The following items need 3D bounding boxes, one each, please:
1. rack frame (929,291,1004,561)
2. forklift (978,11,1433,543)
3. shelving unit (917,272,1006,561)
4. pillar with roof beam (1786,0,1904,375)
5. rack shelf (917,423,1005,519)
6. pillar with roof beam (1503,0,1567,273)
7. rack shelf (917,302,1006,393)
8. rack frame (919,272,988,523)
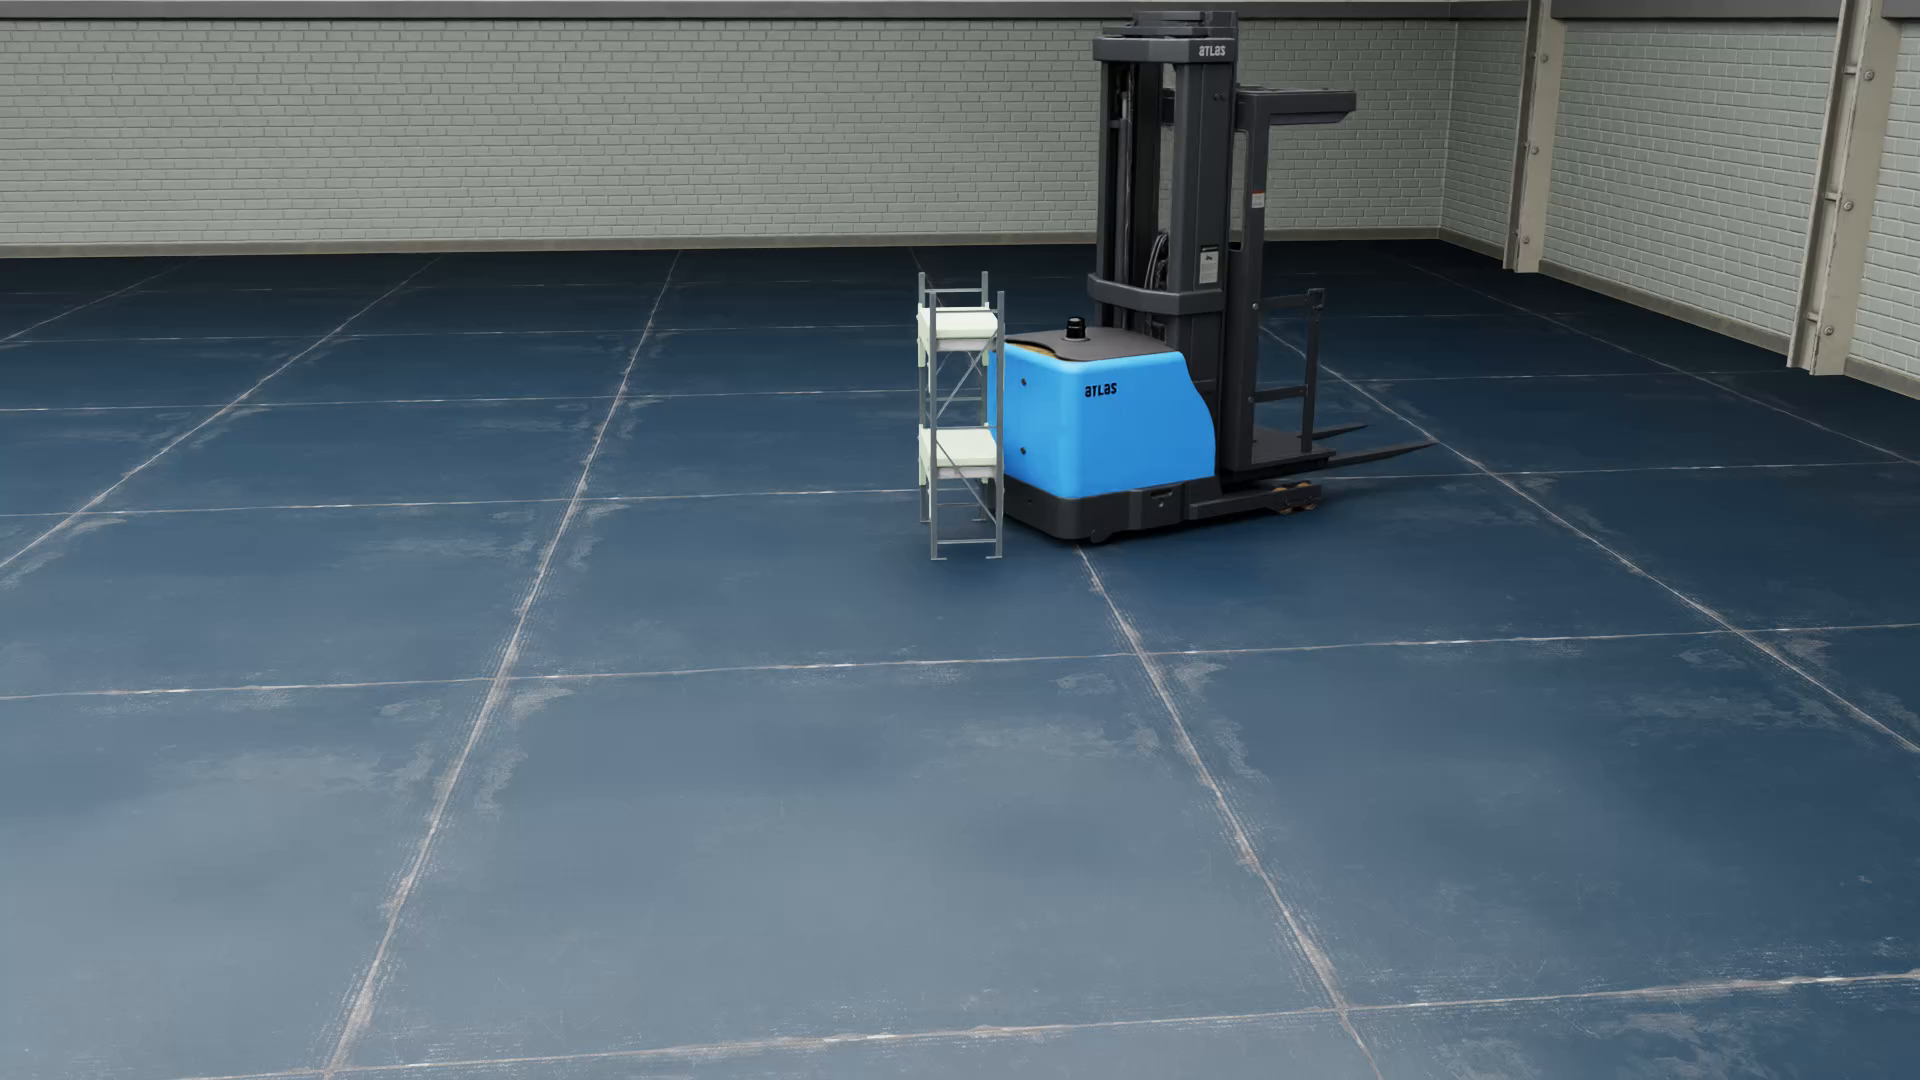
[{"bbox_3d":[0.037,-0.609,9.111,0.400,1.500,0.023,-2,18,-6],"label":"rack frame"},{"bbox_3d":[1.644,-1.682,10.141,3.031,2.935,1.130,-10,20,-28],"label":"forklift"},{"bbox_3d":[-0.001,-0.718,9.459,0.431,1.500,0.755,-2,18,-6],"label":"shelving unit"},{"bbox_3d":[3.101,-5.625,12.570,9.100,9.000,0.400,-2,18,-6],"label":"pillar with roof beam"},{"bbox_3d":[-0.001,-0.407,9.556,0.431,0.370,0.720,-2,18,-6],"label":"rack shelf"},{"bbox_3d":[2.483,-7.412,18.264,9.100,9.000,0.400,-2,18,-6],"label":"pillar with roof beam"},{"bbox_3d":[-0.001,-1.090,9.342,0.431,0.370,0.720,-2,18,-6],"label":"rack shelf"},{"bbox_3d":[-0.038,-0.827,9.806,0.400,1.500,0.023,-2,18,-6],"label":"rack frame"}]
